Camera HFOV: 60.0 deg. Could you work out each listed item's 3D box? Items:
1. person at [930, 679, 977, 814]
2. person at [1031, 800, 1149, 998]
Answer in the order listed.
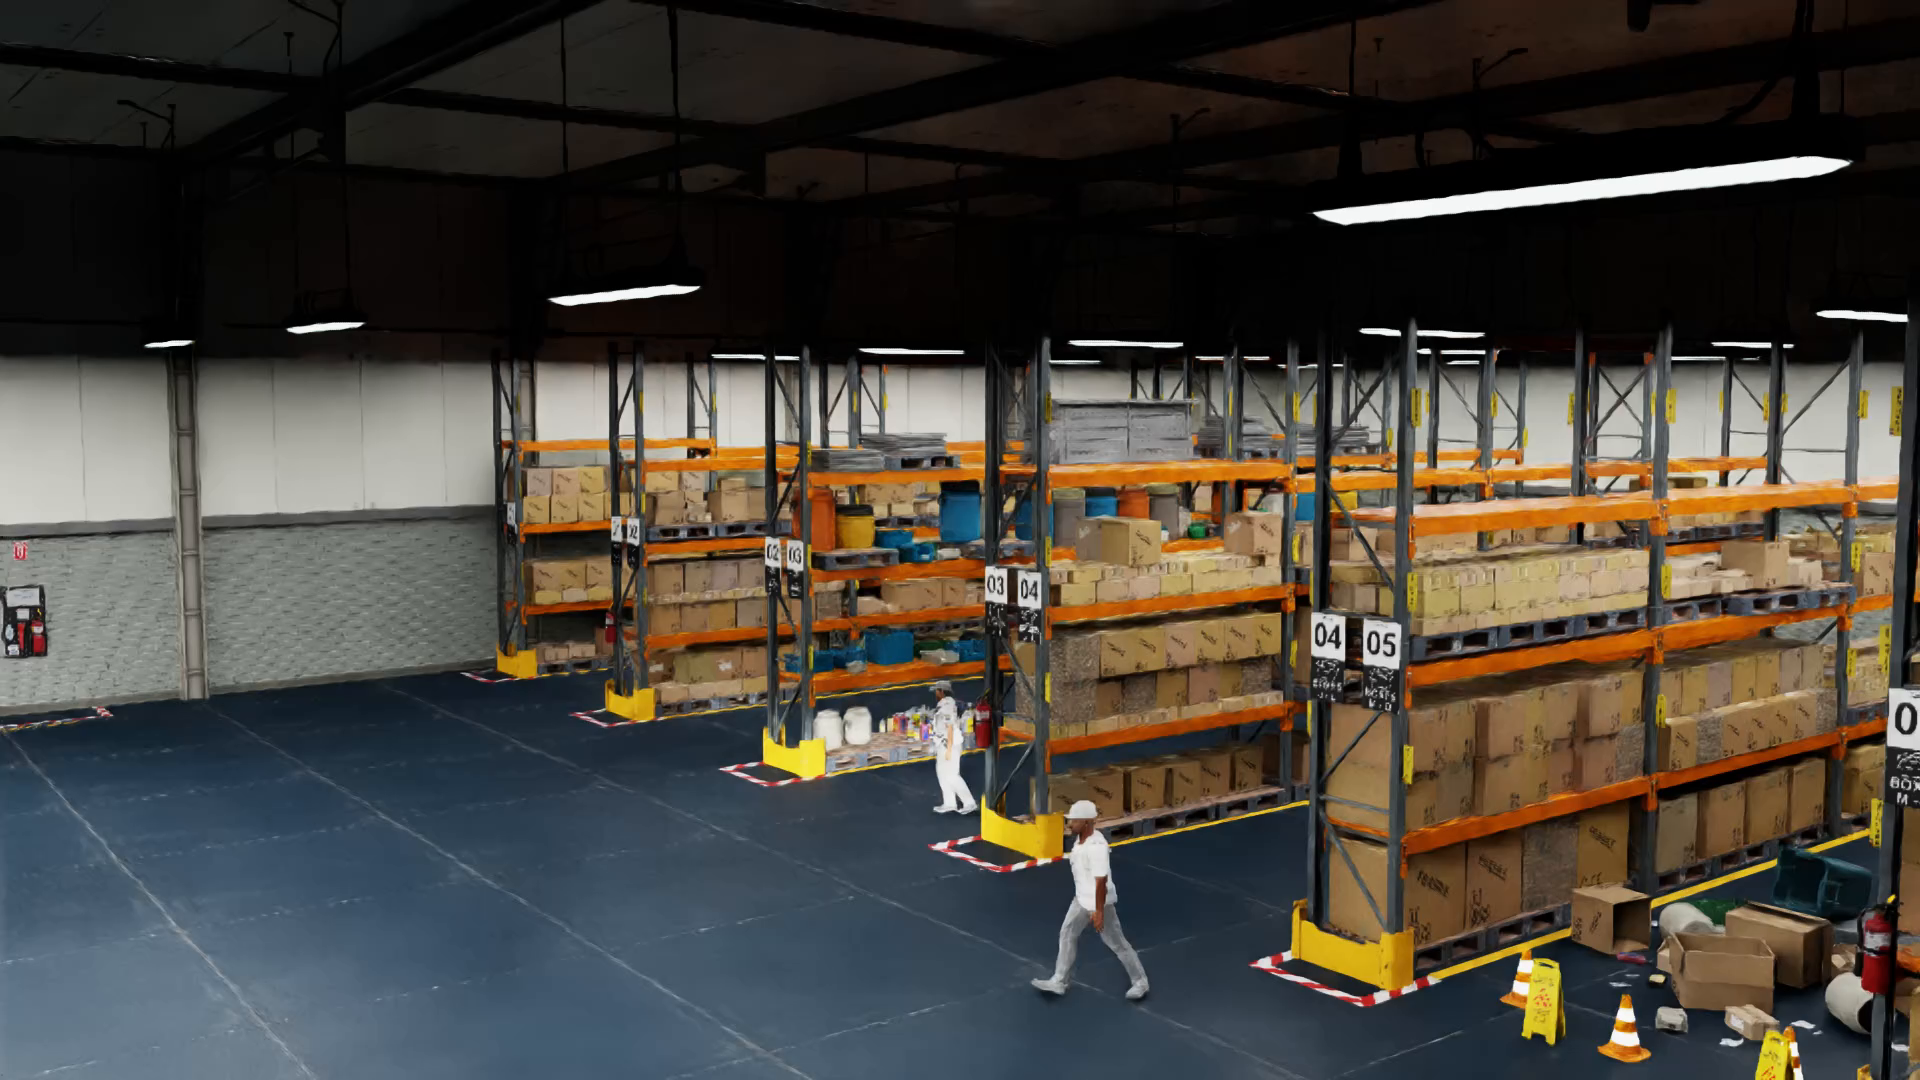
[{"bbox_3d":[-0.082,2.550,20.518,0.591,1.643,0.548,0,5,0],"label":"person"},{"bbox_3d":[1.131,3.074,14.208,0.972,1.721,0.620,-1,5,-14],"label":"person"}]
